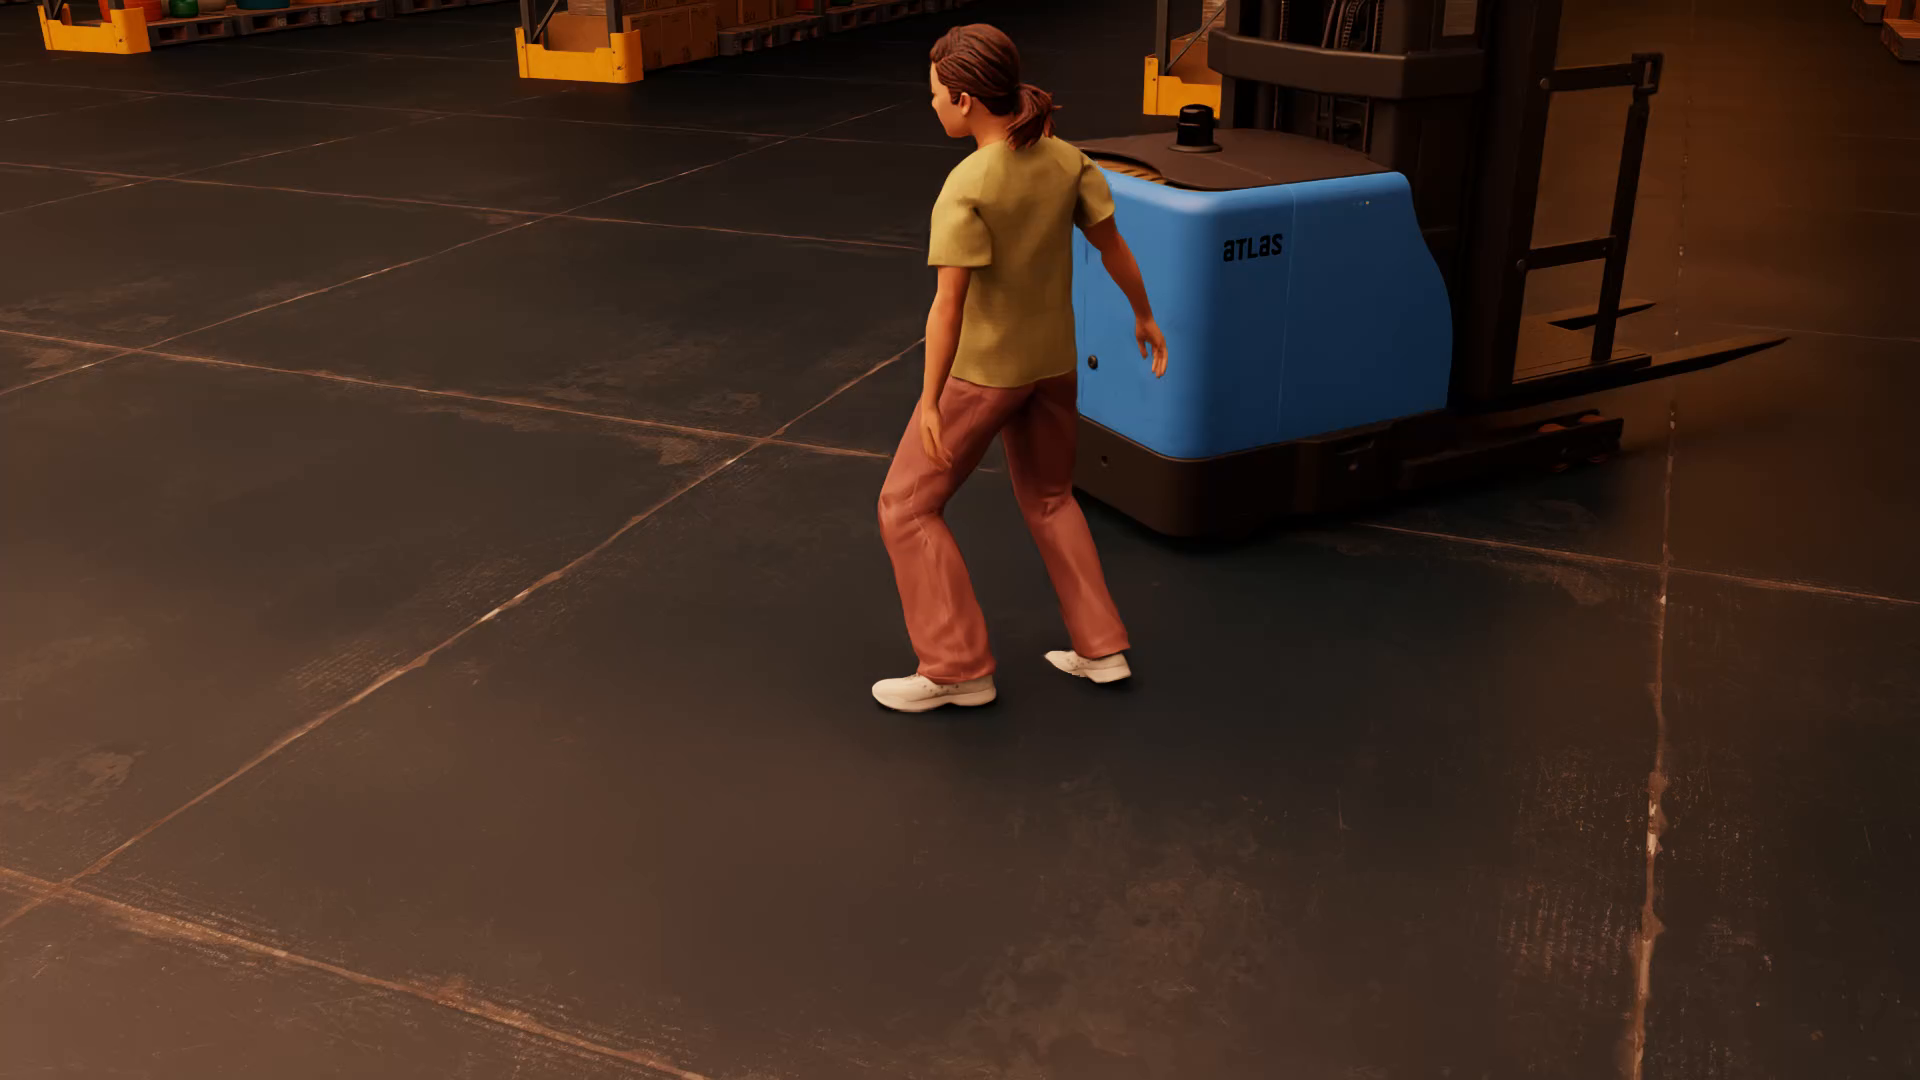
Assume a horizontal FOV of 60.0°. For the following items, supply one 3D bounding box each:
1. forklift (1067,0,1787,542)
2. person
[{"bbox_3d":[1.689,-1.744,5.464,3.031,2.935,1.130,-12,26,-27],"label":"forklift"},{"bbox_3d":[0.169,-0.377,3.973,0.816,1.646,0.480,-17,28,-34],"label":"person"}]
